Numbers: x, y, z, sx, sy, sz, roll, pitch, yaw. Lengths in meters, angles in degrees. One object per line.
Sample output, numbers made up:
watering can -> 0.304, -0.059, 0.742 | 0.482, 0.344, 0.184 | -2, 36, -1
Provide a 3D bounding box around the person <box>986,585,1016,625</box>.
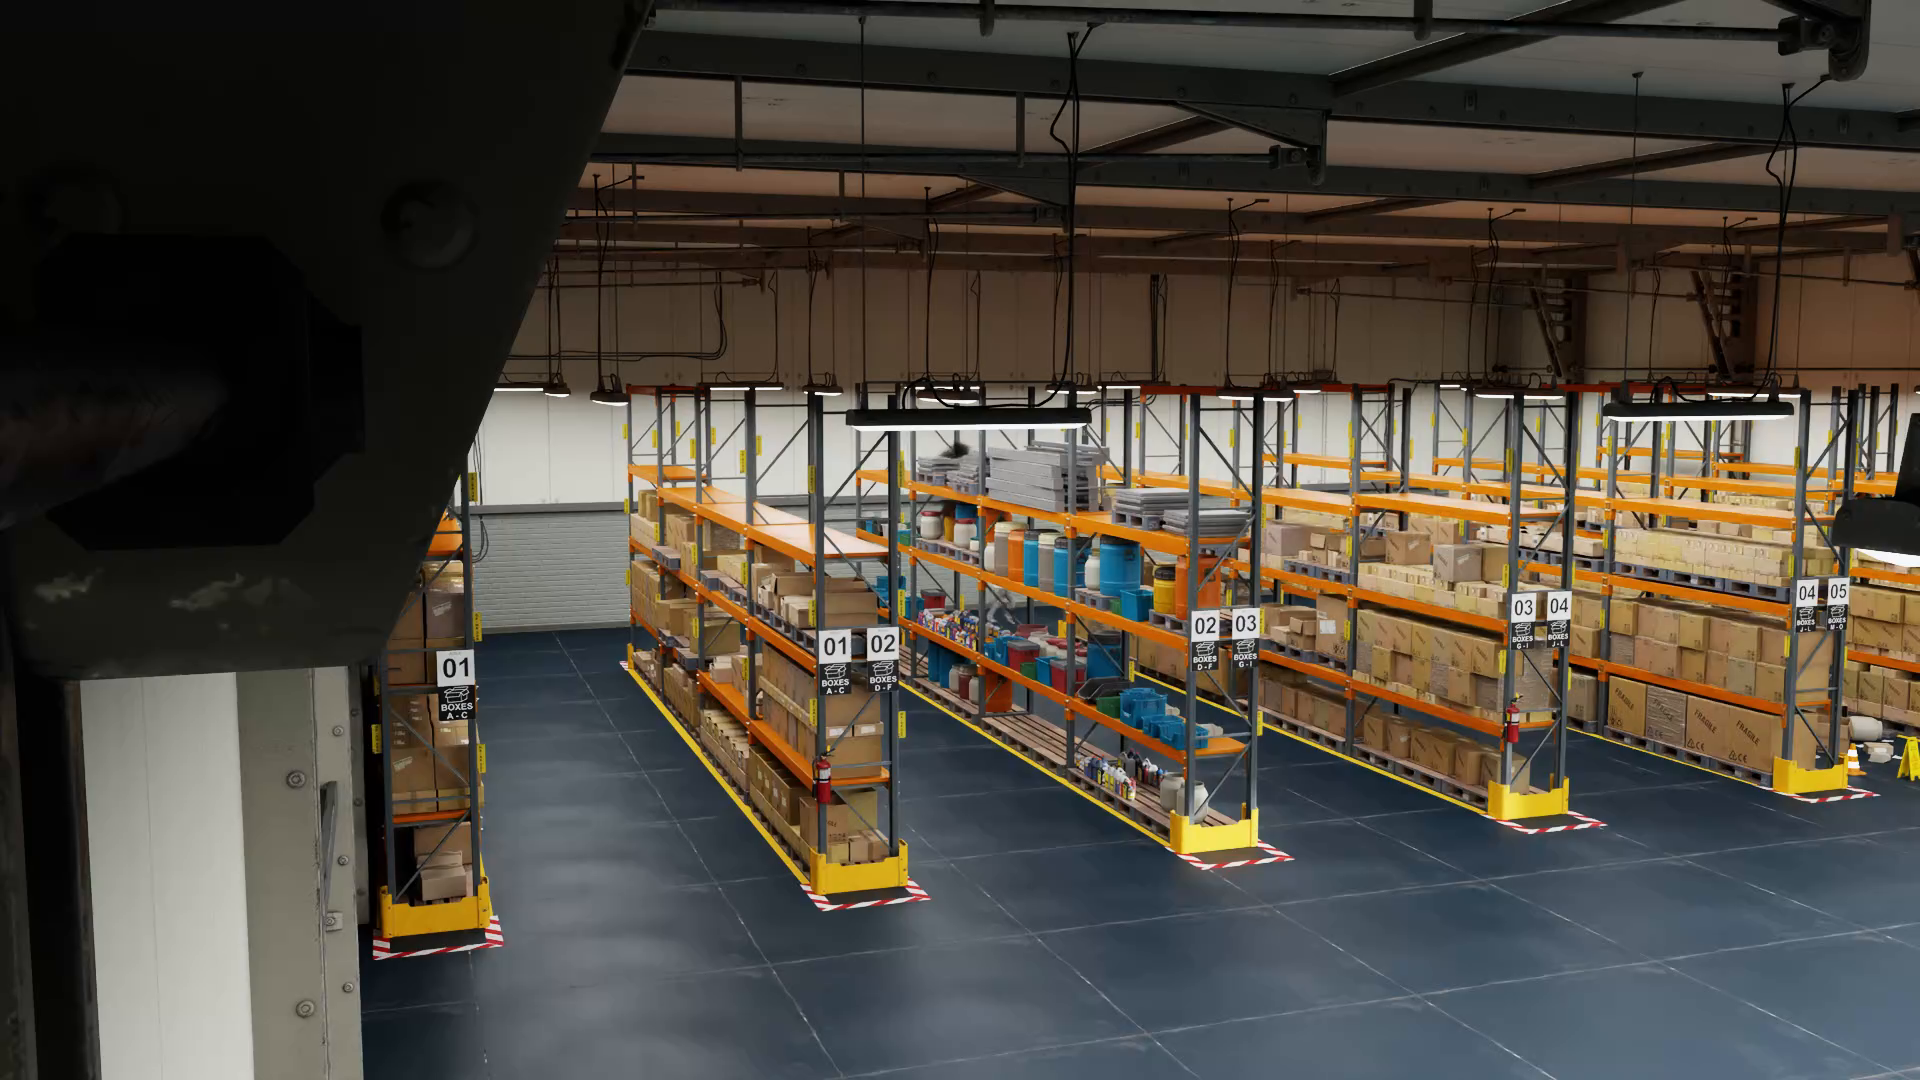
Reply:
person -> 1.065, 1.214, 41.041 | 0.849, 1.832, 0.637 | 1, 6, 13
